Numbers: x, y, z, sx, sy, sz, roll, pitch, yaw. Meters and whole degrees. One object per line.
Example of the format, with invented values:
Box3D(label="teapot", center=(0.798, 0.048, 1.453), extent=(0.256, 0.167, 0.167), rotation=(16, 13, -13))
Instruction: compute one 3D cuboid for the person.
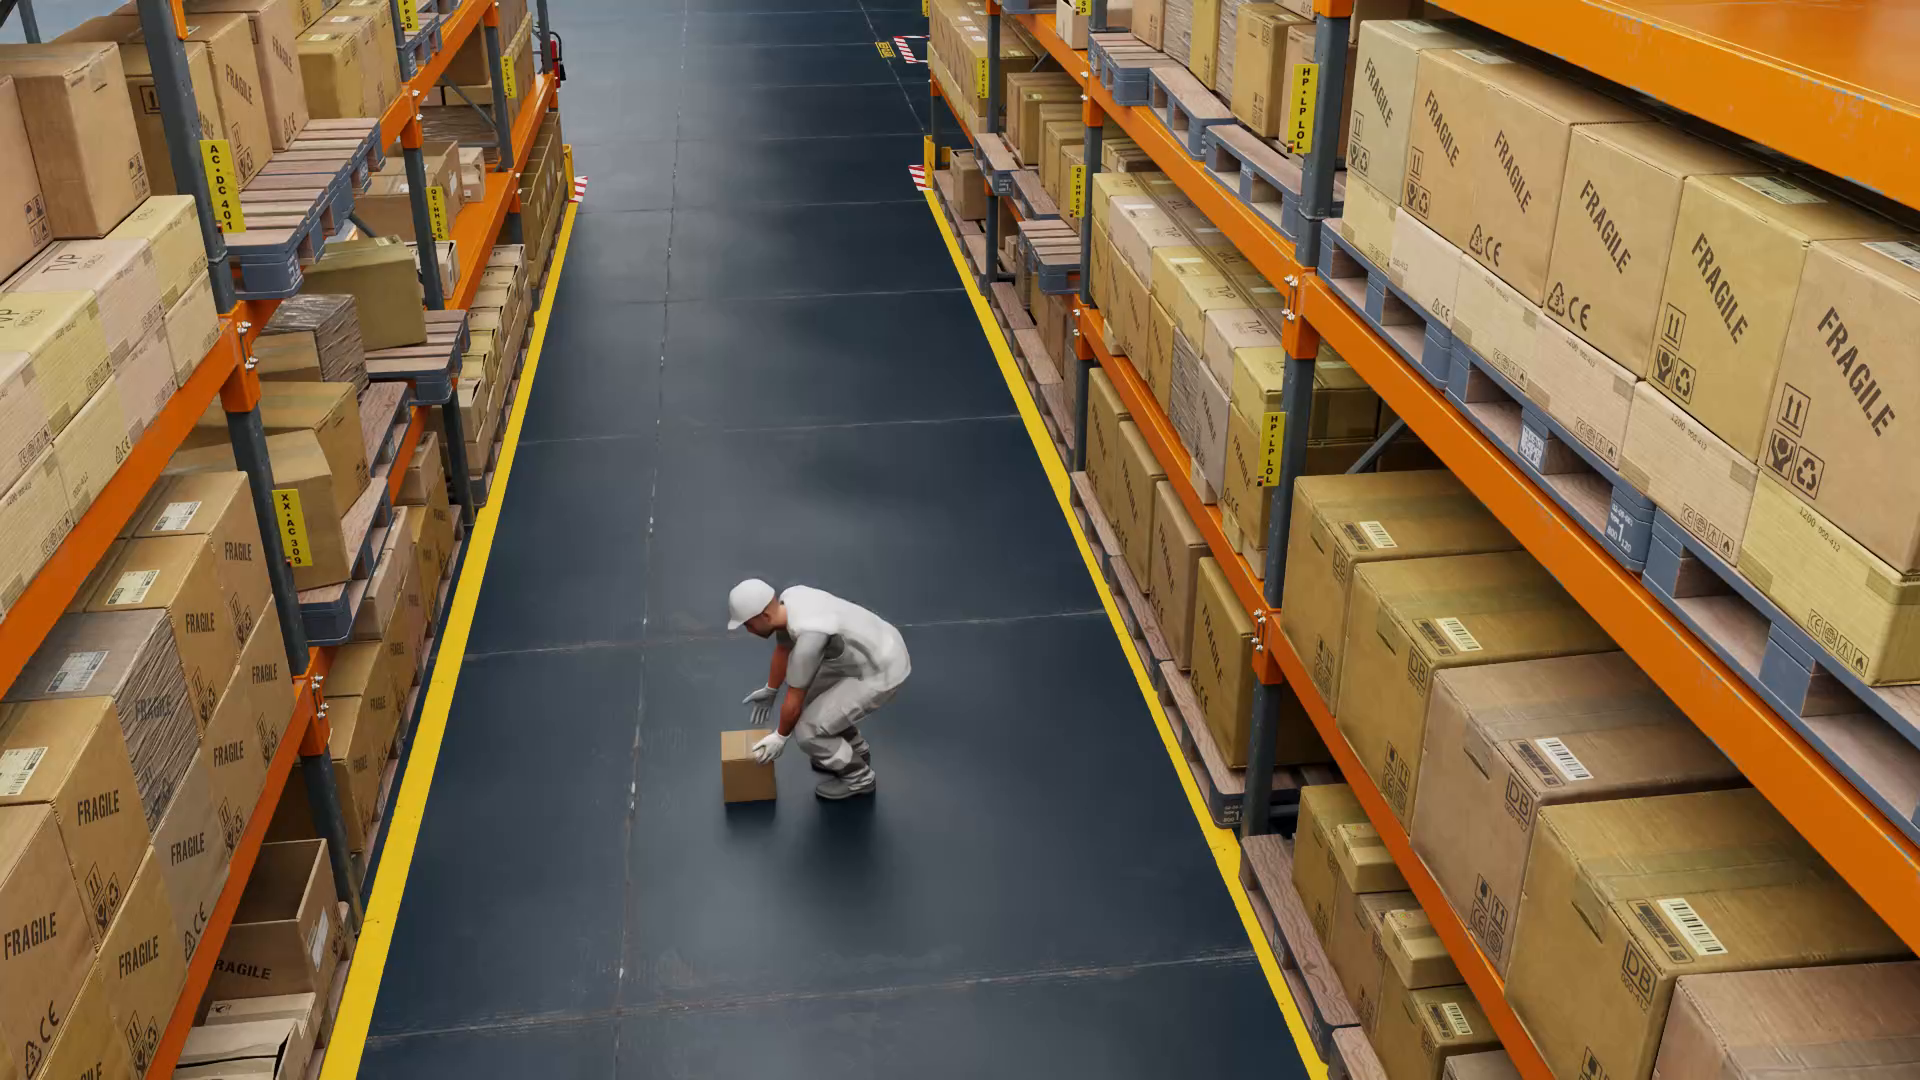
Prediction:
Box3D(label="person", center=(-0.656, 0.684, 7.926), extent=(0.852, 1.172, 0.584), rotation=(-4, 27, -7))
